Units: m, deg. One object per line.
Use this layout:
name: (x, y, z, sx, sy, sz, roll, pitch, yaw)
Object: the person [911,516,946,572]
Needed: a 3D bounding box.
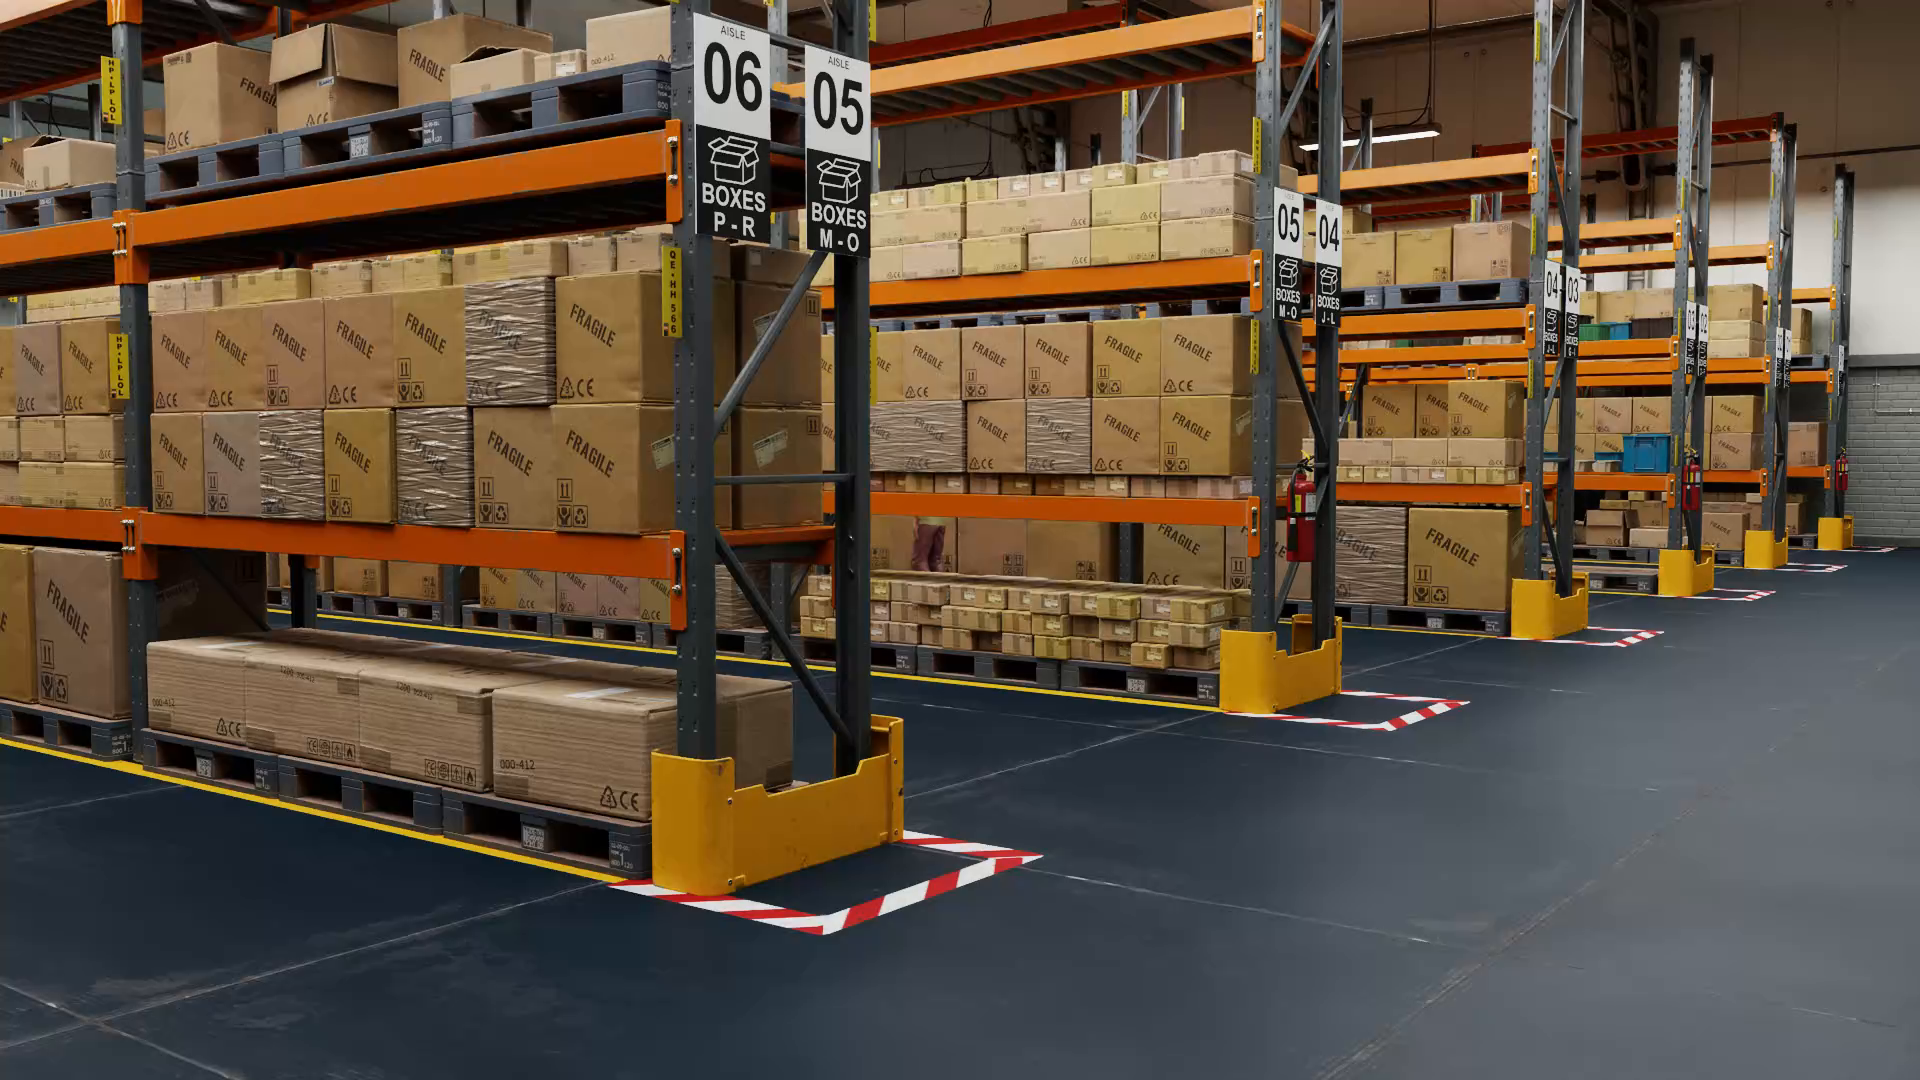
person: (-0.324, -0.136, 16.505, 0.360, 1.671, 0.504, 2, 4, 33)
